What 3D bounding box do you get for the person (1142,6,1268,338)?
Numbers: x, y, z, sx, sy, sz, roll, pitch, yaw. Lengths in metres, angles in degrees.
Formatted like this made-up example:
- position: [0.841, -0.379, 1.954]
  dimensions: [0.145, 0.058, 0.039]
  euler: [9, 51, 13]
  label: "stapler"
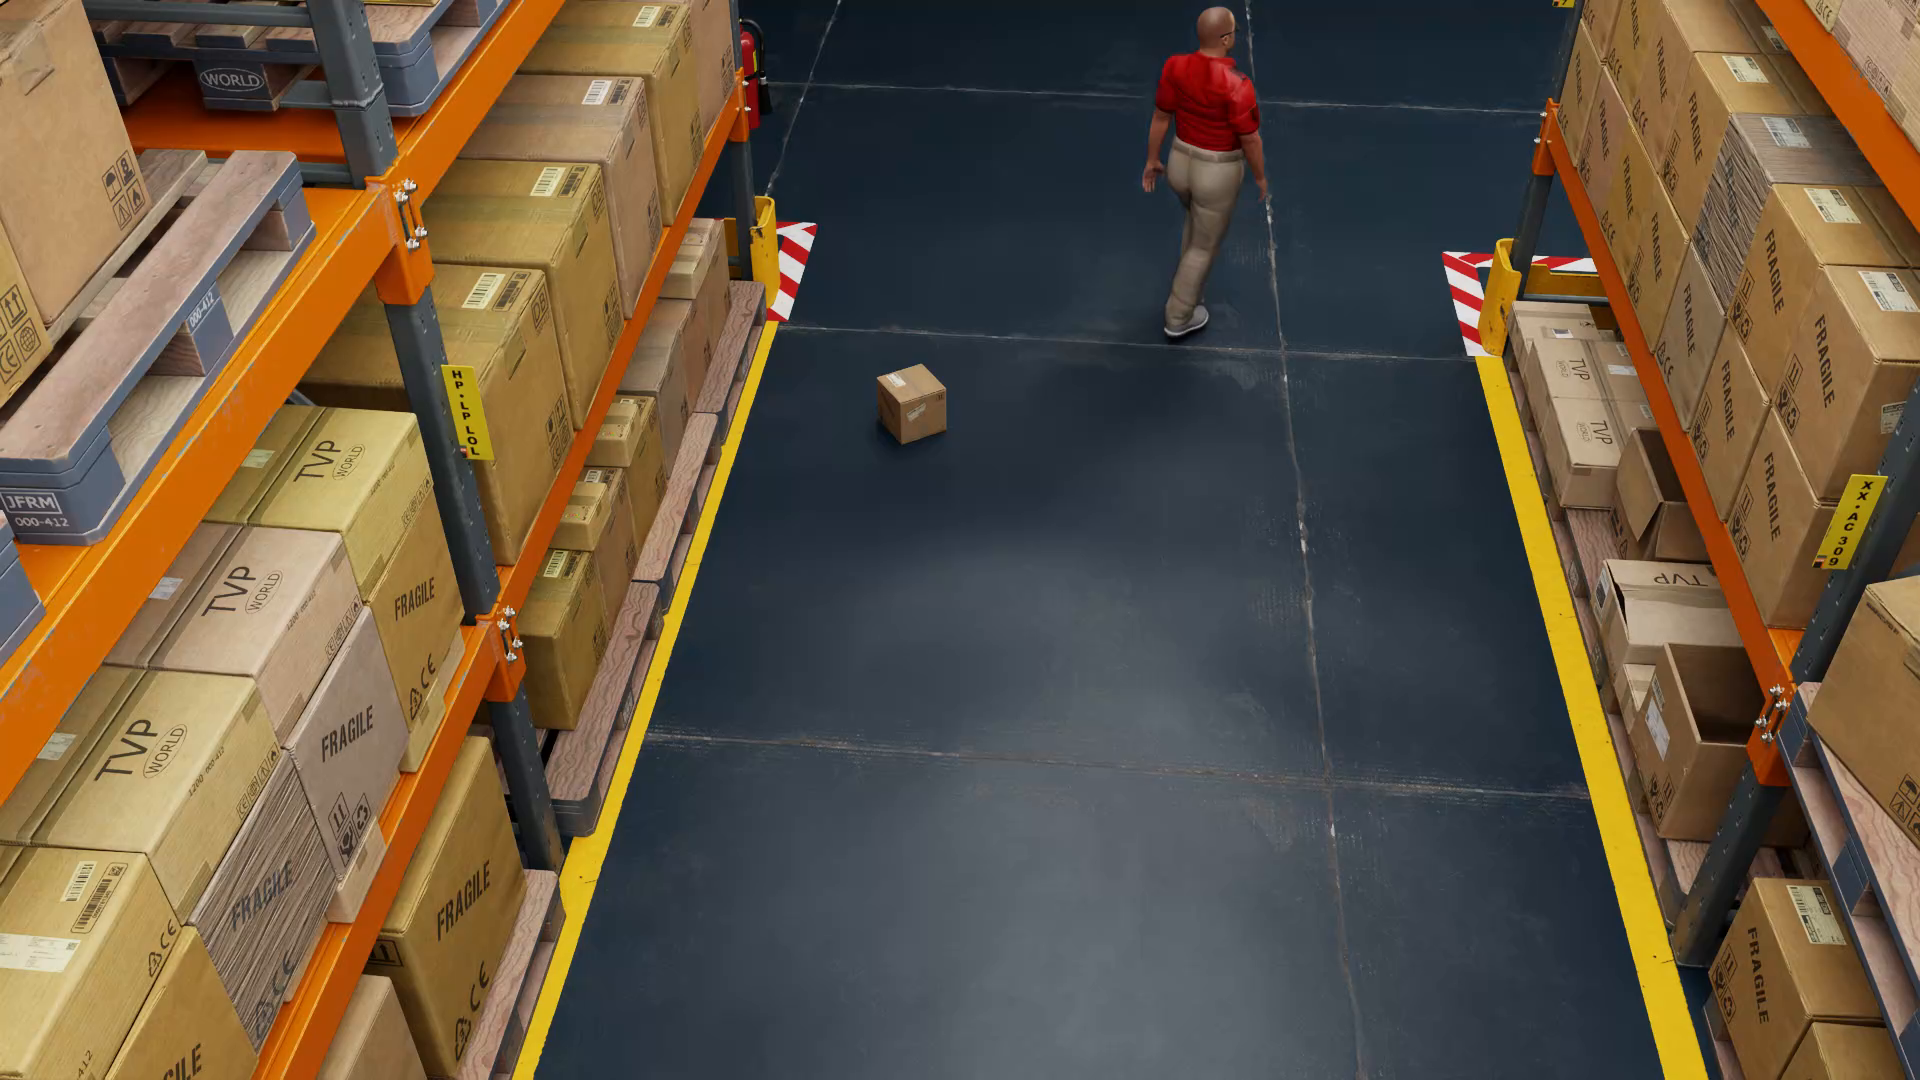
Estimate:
- position: [1.247, -1.824, 8.388]
  dimensions: [0.553, 1.800, 0.588]
  euler: [-32, 49, -32]
  label: "person"
